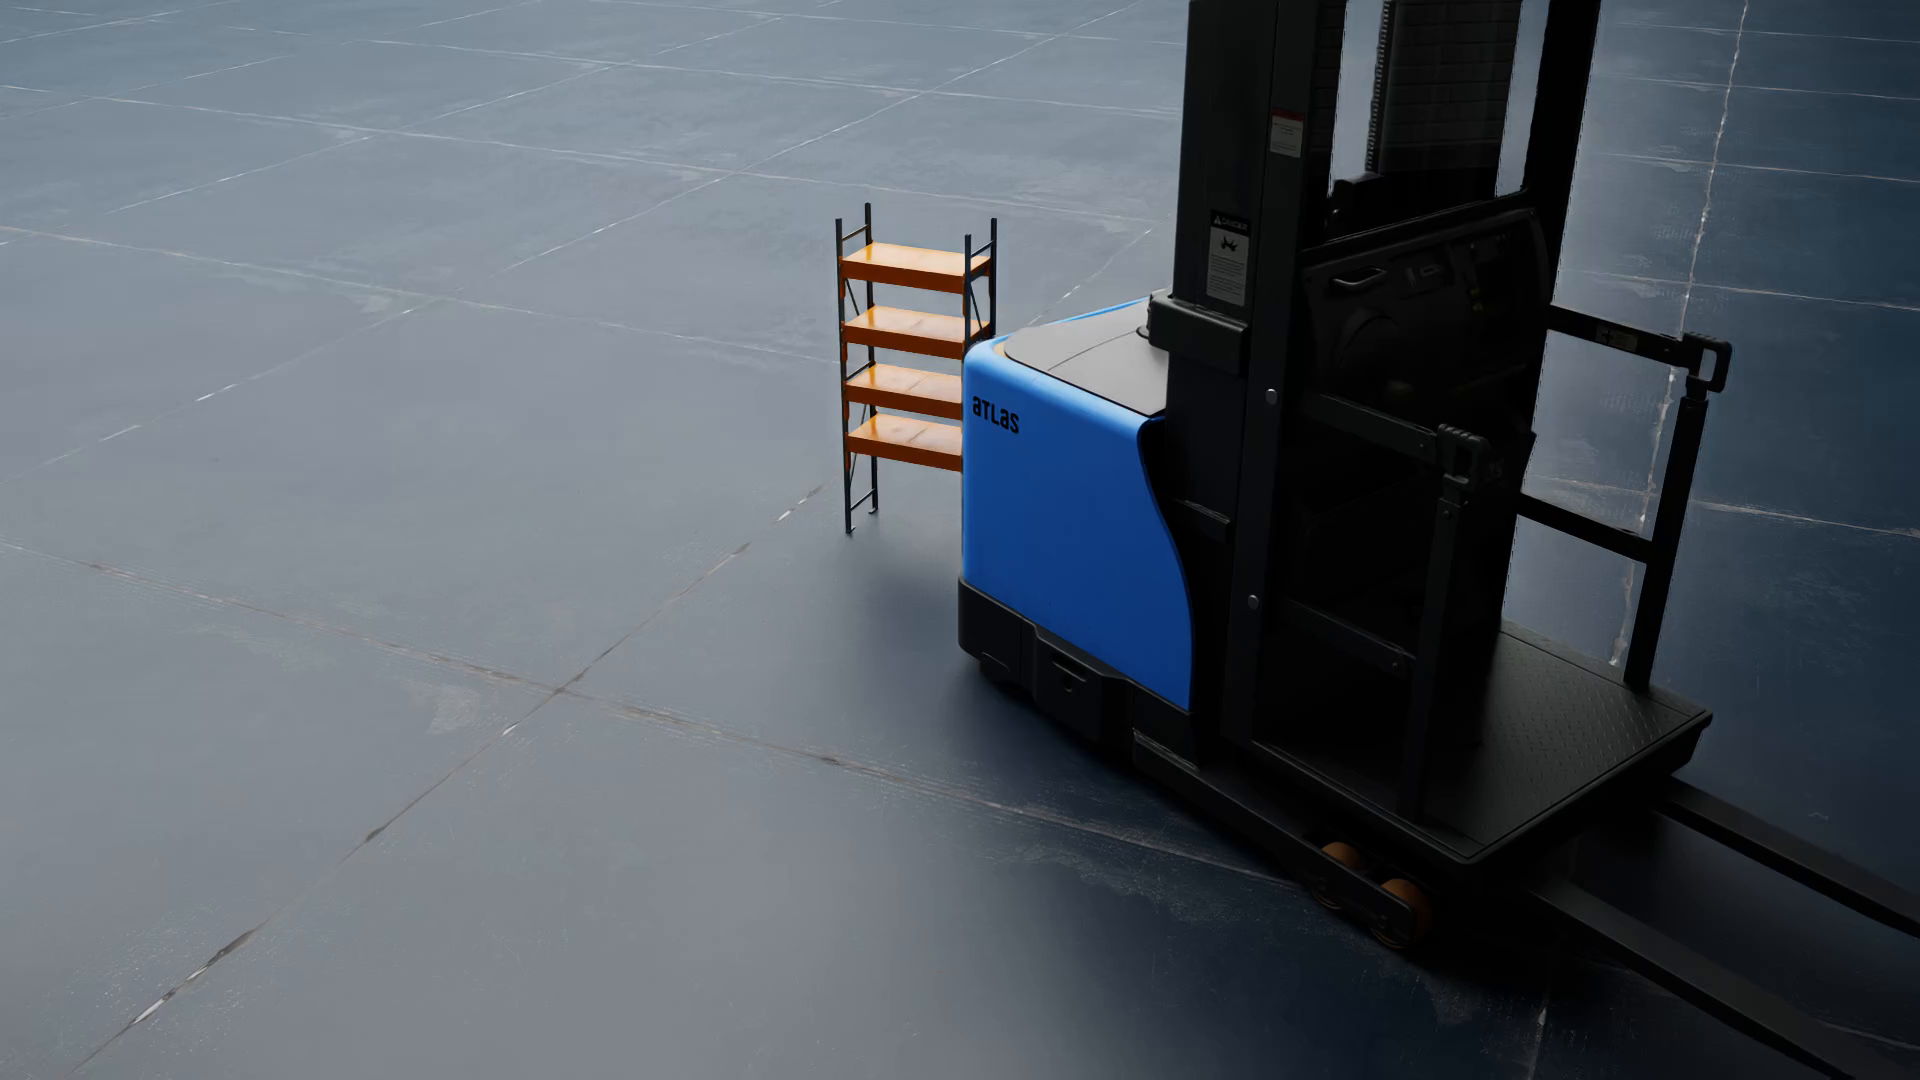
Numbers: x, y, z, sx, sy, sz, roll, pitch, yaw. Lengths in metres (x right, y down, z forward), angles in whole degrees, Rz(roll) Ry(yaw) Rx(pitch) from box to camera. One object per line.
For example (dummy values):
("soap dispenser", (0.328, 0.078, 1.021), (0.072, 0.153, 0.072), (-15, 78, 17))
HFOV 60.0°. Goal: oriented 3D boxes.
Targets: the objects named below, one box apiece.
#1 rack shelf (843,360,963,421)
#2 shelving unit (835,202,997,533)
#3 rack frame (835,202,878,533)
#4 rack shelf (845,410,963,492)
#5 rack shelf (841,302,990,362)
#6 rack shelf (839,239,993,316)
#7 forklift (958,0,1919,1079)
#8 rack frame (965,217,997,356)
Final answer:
("rack shelf", (-0.151, -0.508, 6.013), (0.480, 0.148, 0.258), (11, 28, 22))
("shelving unit", (-0.151, -0.569, 5.984), (0.503, 1.200, 0.258), (11, 28, 22))
("rack frame", (-0.373, -0.613, 6.074), (0.015, 1.200, 0.240), (11, 28, 22))
("rack shelf", (-0.151, -0.330, 6.101), (0.480, 0.148, 0.258), (11, 28, 22))
("rack shelf", (-0.151, -0.709, 5.914), (0.480, 0.148, 0.258), (11, 28, 22))
("rack shelf", (-0.151, -0.921, 5.810), (0.480, 0.148, 0.258), (11, 28, 22))
("forklift", (1.304, -0.552, 3.990), (1.130, 2.935, 3.031), (-19, 32, -34))
("rack frame", (0.071, -0.524, 5.893), (0.015, 1.200, 0.240), (11, 28, 22))
